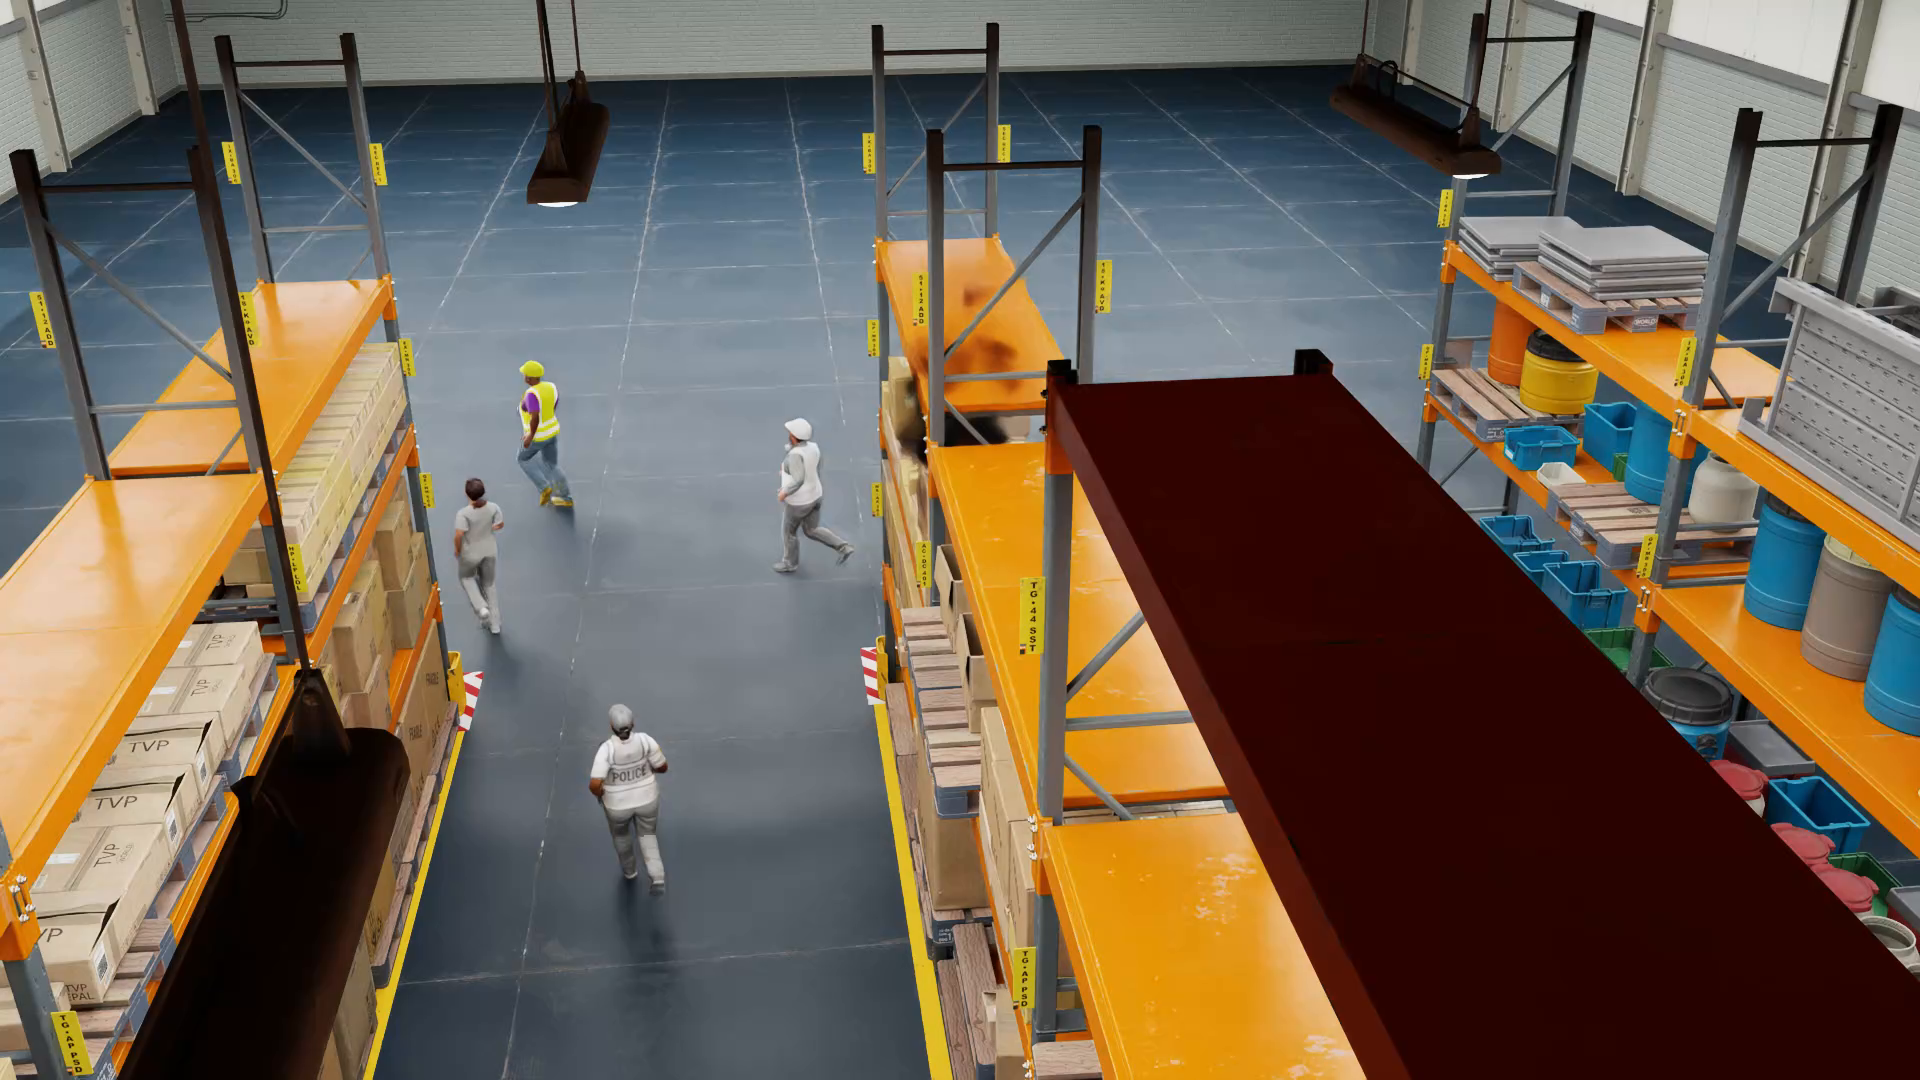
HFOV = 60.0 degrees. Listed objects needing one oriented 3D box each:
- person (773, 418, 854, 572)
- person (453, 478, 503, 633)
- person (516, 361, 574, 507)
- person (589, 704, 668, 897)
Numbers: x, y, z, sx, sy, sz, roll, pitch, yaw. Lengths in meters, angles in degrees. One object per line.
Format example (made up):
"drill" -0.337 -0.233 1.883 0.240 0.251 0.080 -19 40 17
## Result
"person" -1.599 -0.420 17.362 0.904 1.775 0.670 12 28 24
"person" -4.751 0.121 16.348 0.568 1.624 0.518 -18 31 -33
"person" -4.820 -1.209 19.004 0.757 1.737 0.673 13 29 26
"person" -2.478 1.960 12.469 0.609 1.641 0.886 -10 27 -20
